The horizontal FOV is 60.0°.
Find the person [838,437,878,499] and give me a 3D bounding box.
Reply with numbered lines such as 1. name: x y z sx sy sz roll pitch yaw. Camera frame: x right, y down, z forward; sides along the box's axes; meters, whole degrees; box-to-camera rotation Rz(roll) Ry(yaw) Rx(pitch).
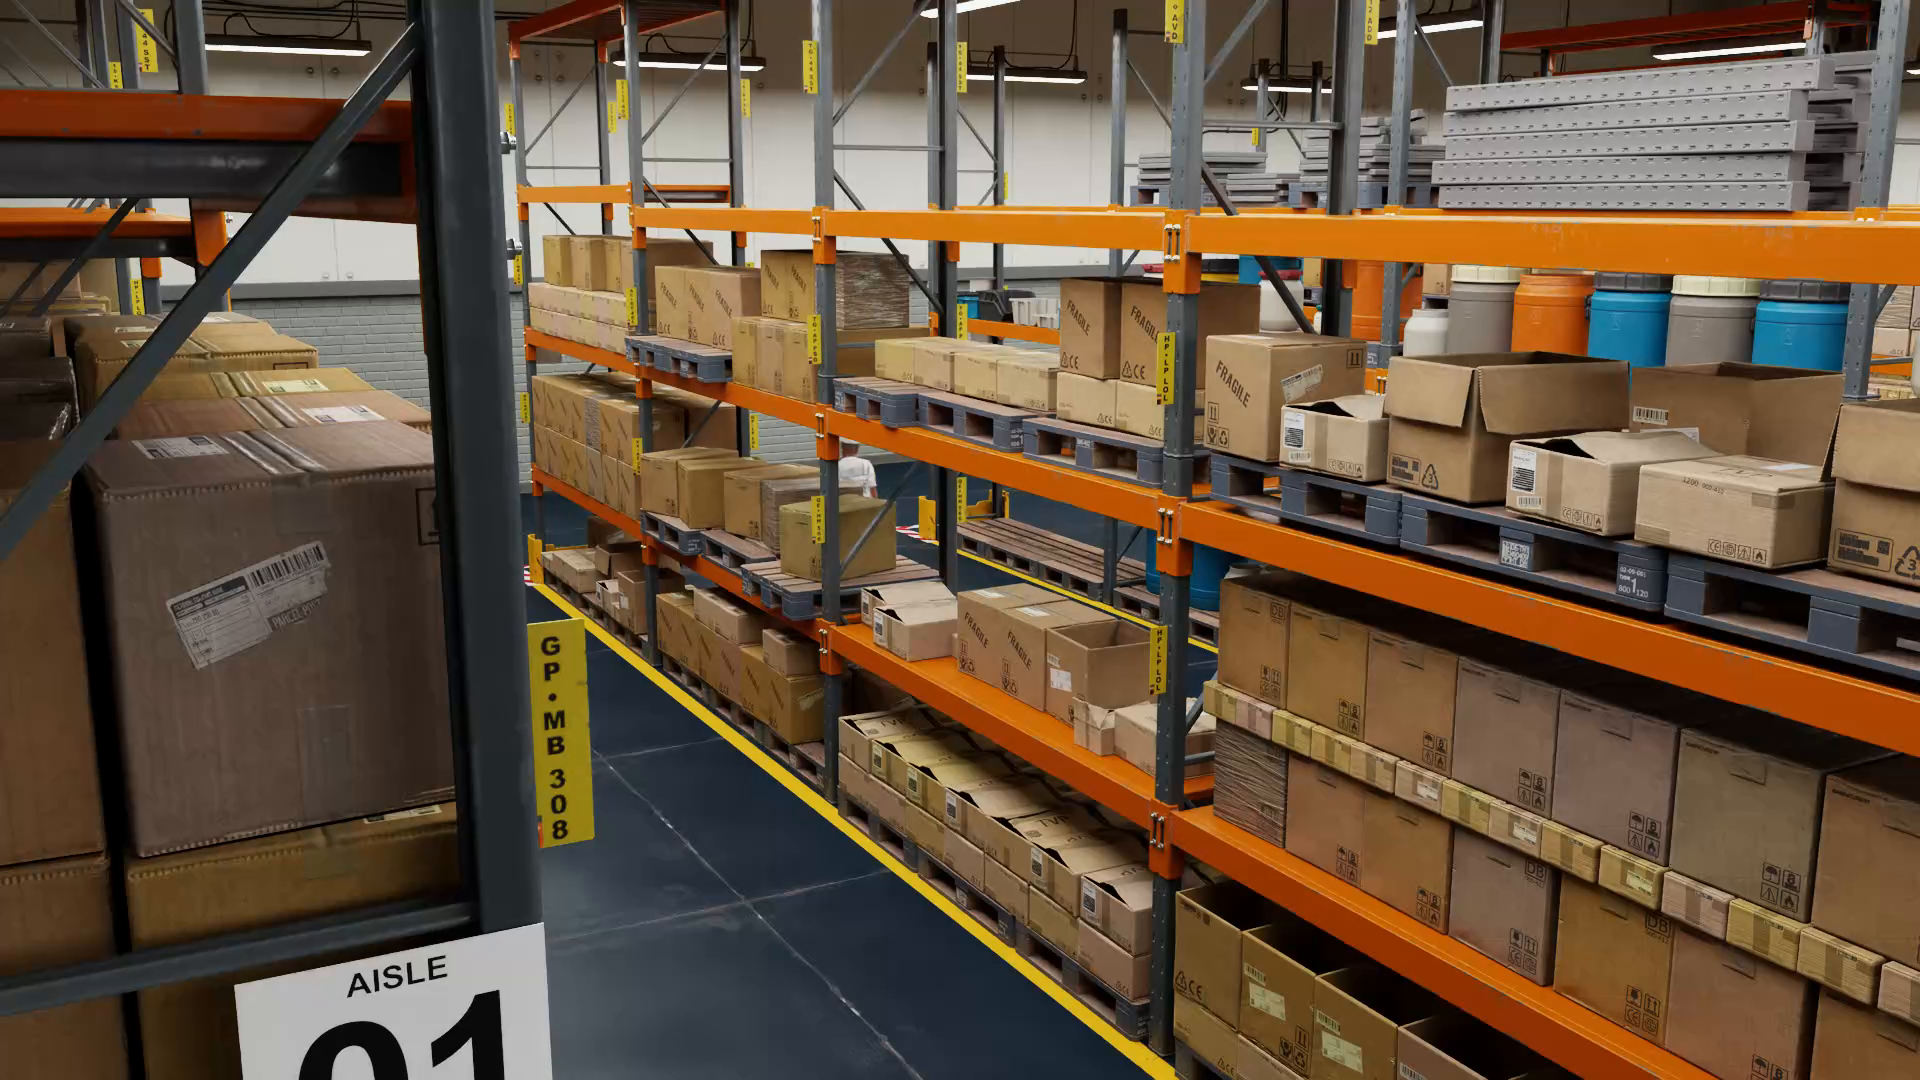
1. person: -1.150 -0.267 17.733 0.573 1.712 0.933 -2 12 -12
